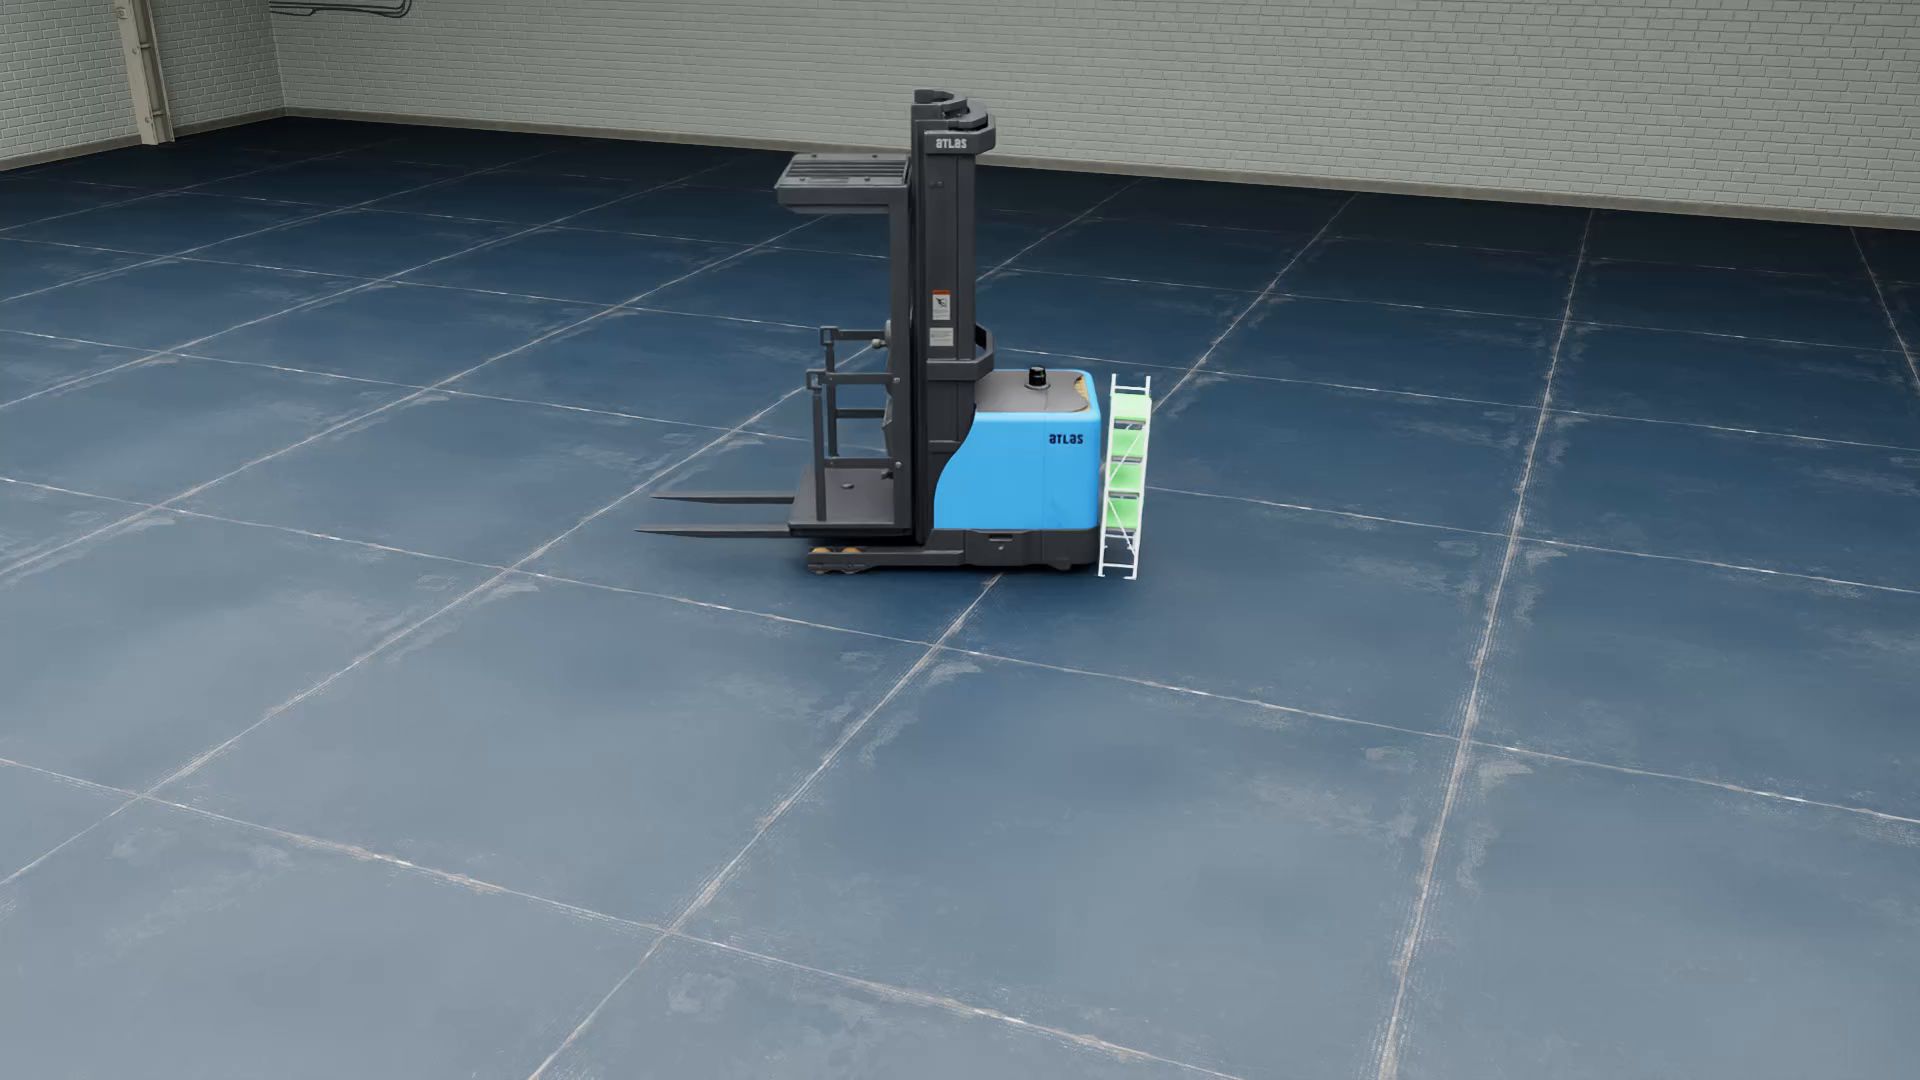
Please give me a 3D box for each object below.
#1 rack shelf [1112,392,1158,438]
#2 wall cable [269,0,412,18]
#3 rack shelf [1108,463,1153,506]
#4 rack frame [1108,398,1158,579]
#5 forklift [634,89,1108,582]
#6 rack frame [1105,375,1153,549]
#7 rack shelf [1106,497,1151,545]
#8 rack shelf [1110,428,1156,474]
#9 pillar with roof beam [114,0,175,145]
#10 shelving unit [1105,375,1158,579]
[{"bbox_3d":[1.101,-0.787,10.490,0.258,0.148,0.480,2,23,2],"label":"rack shelf"},{"bbox_3d":[-10.373,-9.880,27.256,3.097,2.526,0.112,9,24,20],"label":"wall cable"},{"bbox_3d":[1.091,-0.344,10.676,0.258,0.148,0.480,2,23,2],"label":"rack shelf"},{"bbox_3d":[1.083,-0.309,10.426,0.240,1.200,0.015,2,23,2],"label":"rack frame"},{"bbox_3d":[-0.611,-1.302,10.564,3.031,2.935,1.130,-3,23,-7],"label":"forklift"},{"bbox_3d":[1.102,-0.497,10.876,0.240,1.200,0.015,2,23,2],"label":"rack frame"},{"bbox_3d":[1.086,-0.123,10.768,0.258,0.148,0.480,2,23,2],"label":"rack shelf"},{"bbox_3d":[1.096,-0.566,10.583,0.258,0.148,0.480,2,23,2],"label":"rack shelf"},{"bbox_3d":[-8.698,-9.831,23.112,9.100,9.000,0.400,9,24,20],"label":"pillar with roof beam"},{"bbox_3d":[1.092,-0.403,10.651,0.258,1.200,0.503,2,23,2],"label":"shelving unit"}]
